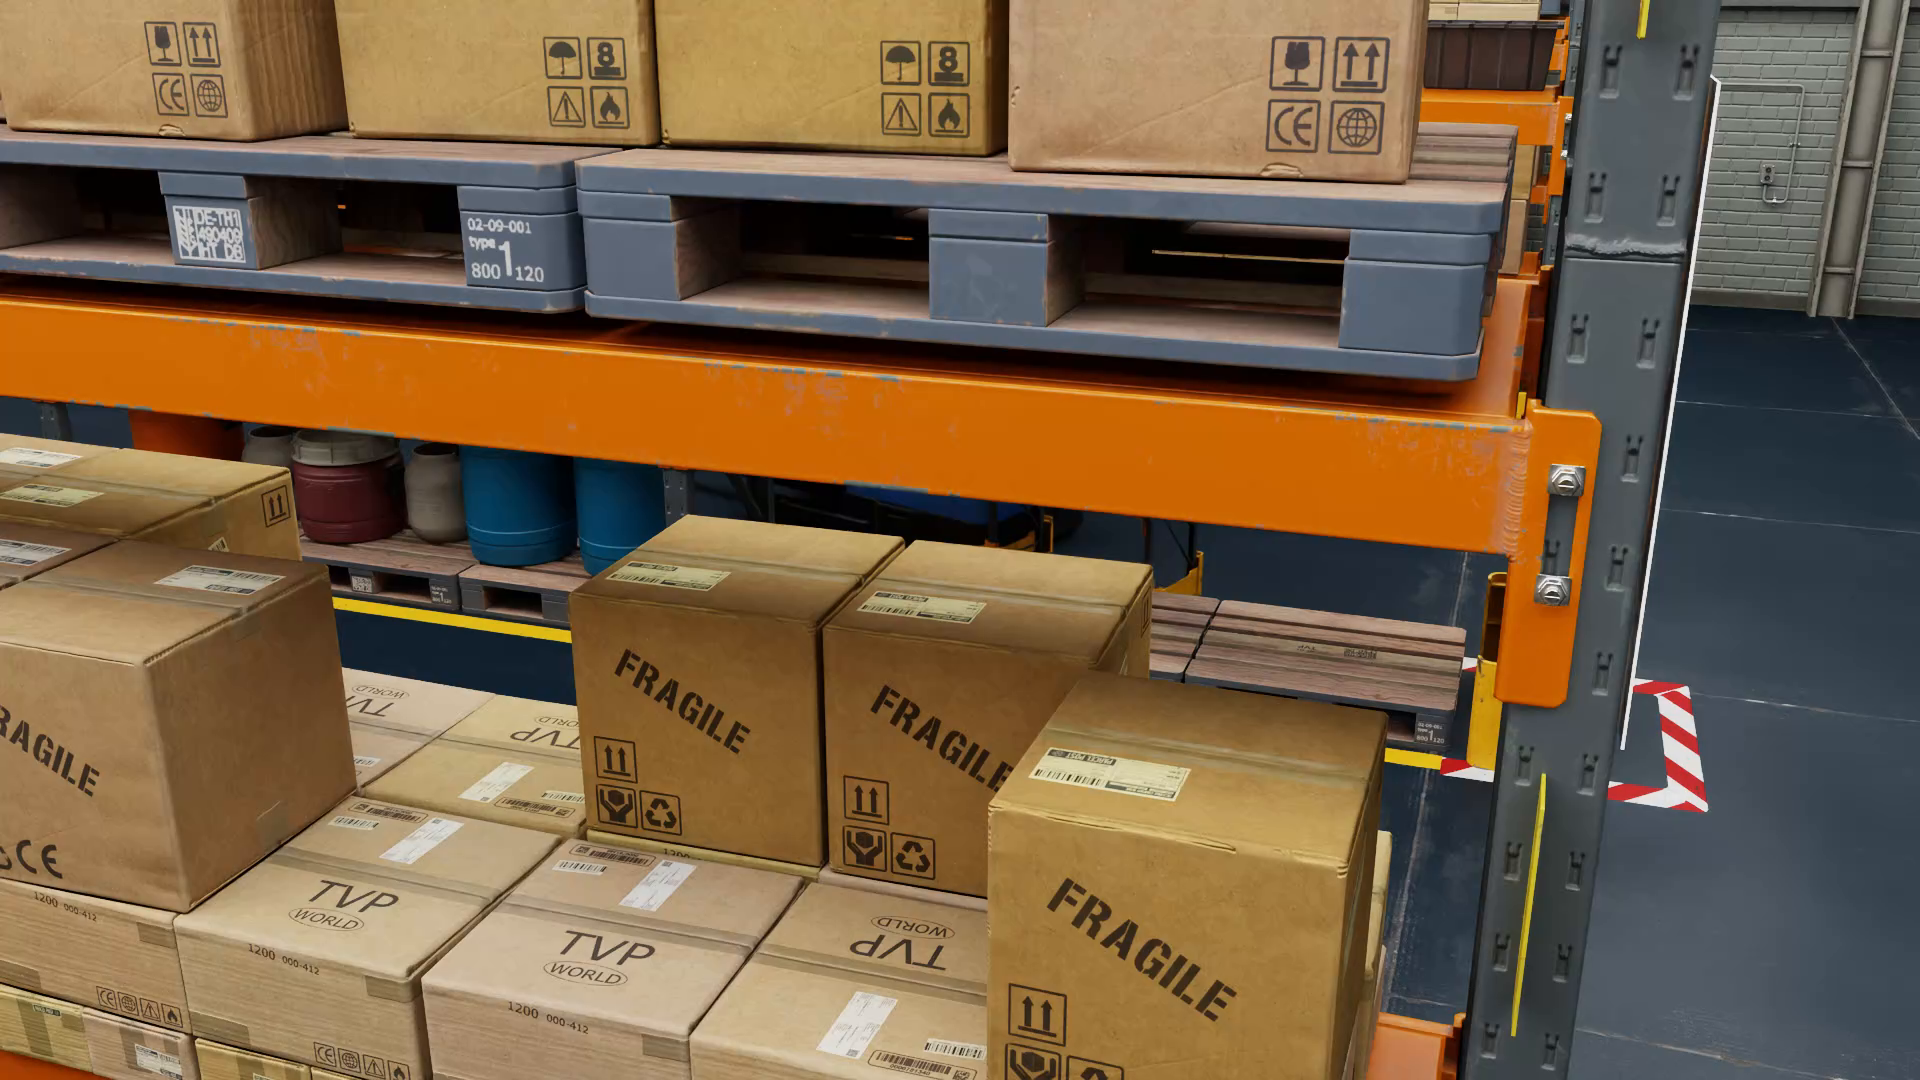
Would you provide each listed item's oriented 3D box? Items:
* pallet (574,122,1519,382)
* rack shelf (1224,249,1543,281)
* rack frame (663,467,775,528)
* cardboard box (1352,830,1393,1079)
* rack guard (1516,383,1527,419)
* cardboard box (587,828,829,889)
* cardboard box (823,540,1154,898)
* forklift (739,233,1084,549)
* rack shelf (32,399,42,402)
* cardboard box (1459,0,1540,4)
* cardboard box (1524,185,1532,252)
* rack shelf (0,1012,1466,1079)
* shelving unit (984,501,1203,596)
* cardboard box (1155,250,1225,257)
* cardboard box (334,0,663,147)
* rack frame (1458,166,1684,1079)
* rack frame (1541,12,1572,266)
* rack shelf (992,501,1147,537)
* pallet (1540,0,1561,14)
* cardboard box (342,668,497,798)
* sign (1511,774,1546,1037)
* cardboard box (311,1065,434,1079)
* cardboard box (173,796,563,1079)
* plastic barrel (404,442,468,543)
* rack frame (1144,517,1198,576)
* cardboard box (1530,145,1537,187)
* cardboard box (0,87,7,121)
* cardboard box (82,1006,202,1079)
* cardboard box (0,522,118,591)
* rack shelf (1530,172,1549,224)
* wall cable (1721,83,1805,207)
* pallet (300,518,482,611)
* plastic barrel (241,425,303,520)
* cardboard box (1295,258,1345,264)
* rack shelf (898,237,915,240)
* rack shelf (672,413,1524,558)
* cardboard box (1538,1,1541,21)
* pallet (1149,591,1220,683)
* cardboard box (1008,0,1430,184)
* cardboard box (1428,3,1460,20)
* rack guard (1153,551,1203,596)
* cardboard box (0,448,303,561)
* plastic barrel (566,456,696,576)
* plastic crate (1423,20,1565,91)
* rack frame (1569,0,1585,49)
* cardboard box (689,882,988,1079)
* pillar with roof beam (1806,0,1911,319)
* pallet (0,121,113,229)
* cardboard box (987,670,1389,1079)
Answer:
[{"bbox_3d":[0.200,-0.502,2.536,1.213,0.211,1.003,7,20,18],"label":"pallet"},{"bbox_3d":[2.269,-2.007,12.368,4.000,0.370,1.077,7,20,18],"label":"rack shelf"},{"bbox_3d":[-1.249,-1.023,8.453,0.127,3.000,1.000,7,20,18],"label":"rack frame"},{"bbox_3d":[0.539,0.744,3.160,0.500,0.250,0.500,6,20,17],"label":"cardboard box"},{"bbox_3d":[4.087,-0.958,12.065,0.348,0.500,1.175,7,20,18],"label":"rack guard"},{"bbox_3d":[-0.427,0.635,3.474,0.500,0.250,0.500,6,20,16],"label":"cardboard box"},{"bbox_3d":[0.067,0.336,3.192,0.500,0.500,0.500,6,20,17],"label":"cardboard box"},{"bbox_3d":[-0.721,-1.601,10.215,3.031,2.935,1.130,14,24,35],"label":"forklift"},{"bbox_3d":[-6.917,-1.331,10.430,4.000,0.370,1.077,7,20,18],"label":"rack shelf"},{"bbox_3d":[3.590,-3.688,11.011,0.500,0.250,0.500,7,20,18],"label":"cardboard box"},{"bbox_3d":[3.826,-2.307,11.986,0.500,0.500,0.500,7,20,19],"label":"cardboard box"},{"bbox_3d":[-0.985,1.073,3.533,4.000,0.370,1.077,7,20,18],"label":"rack shelf"},{"bbox_3d":[0.735,-0.435,9.044,1.083,1.500,0.587,14,24,35],"label":"shelving unit"},{"bbox_3d":[1.729,-2.361,12.139,0.500,0.500,0.500,6,20,18],"label":"cardboard box"},{"bbox_3d":[-0.601,-0.938,2.712,0.500,0.500,0.700,5,20,14],"label":"cardboard box"},{"bbox_3d":[0.904,0.950,2.795,0.127,3.000,1.000,7,20,18],"label":"rack frame"},{"bbox_3d":[4.159,-2.130,11.630,0.127,3.000,1.000,7,20,18],"label":"rack frame"},{"bbox_3d":[0.728,-0.267,9.109,1.000,0.185,0.538,14,24,35],"label":"rack shelf"},{"bbox_3d":[5.077,-5.122,15.791,1.213,0.211,1.003,7,20,18],"label":"pallet"},{"bbox_3d":[-1.399,0.524,3.791,0.500,0.250,0.500,7,20,19],"label":"cardboard box"},{"bbox_3d":[0.713,0.458,2.086,0.005,0.325,0.100,7,20,18],"label":"sign"},{"bbox_3d":[-0.984,0.967,3.127,0.250,0.149,0.380,7,20,19],"label":"cardboard box"},{"bbox_3d":[-1.094,0.745,3.157,0.500,0.250,0.500,7,20,18],"label":"cardboard box"},{"bbox_3d":[-2.930,-0.275,9.451,0.421,0.512,0.421,0,19,0],"label":"plastic barrel"},{"bbox_3d":[1.130,-0.334,8.756,0.032,1.500,0.500,14,24,35],"label":"rack frame"},{"bbox_3d":[3.826,-2.779,11.822,0.500,0.500,0.500,7,20,20],"label":"cardboard box"},{"bbox_3d":[-1.609,-1.066,3.079,0.500,0.500,0.700,8,21,21],"label":"cardboard box"},{"bbox_3d":[-1.480,0.911,3.286,0.250,0.149,0.380,7,20,19],"label":"cardboard box"},{"bbox_3d":[-2.043,0.281,3.351,0.500,0.500,0.500,7,20,18],"label":"cardboard box"},{"bbox_3d":[3.891,-3.547,16.788,4.000,0.370,1.077,7,20,18],"label":"rack shelf"},{"bbox_3d":[7.301,-4.306,16.330,1.851,1.984,0.084,7,20,18],"label":"wall cable"},{"bbox_3d":[-3.120,0.067,9.564,1.213,0.211,1.003,7,20,18],"label":"pallet"},{"bbox_3d":[-3.997,-0.397,9.801,0.421,0.512,0.421,0,19,0],"label":"plastic barrel"},{"bbox_3d":[2.686,-2.252,11.827,0.500,0.500,0.500,7,20,18],"label":"cardboard box"},{"bbox_3d":[-1.509,-2.439,13.608,4.000,0.370,1.077,7,20,18],"label":"rack shelf"},{"bbox_3d":[0.640,-0.467,7.951,4.000,0.370,1.077,7,20,18],"label":"rack shelf"},{"bbox_3d":[3.757,-3.610,11.547,0.500,0.250,0.500,7,20,18],"label":"cardboard box"},{"bbox_3d":[0.615,0.493,8.342,1.213,0.211,1.003,7,20,18],"label":"pallet"},{"bbox_3d":[0.395,-0.799,2.313,0.500,0.500,0.700,5,20,15],"label":"cardboard box"},{"bbox_3d":[3.118,-3.507,11.250,0.500,0.250,0.500,7,20,18],"label":"cardboard box"},{"bbox_3d":[1.129,0.256,8.963,0.087,0.250,0.587,14,24,35],"label":"rack guard"},{"bbox_3d":[-1.880,0.116,3.824,0.500,0.500,0.500,7,20,19],"label":"cardboard box"},{"bbox_3d":[-1.757,-0.294,8.913,0.708,0.901,0.600,7,20,18],"label":"plastic barrel"},{"bbox_3d":[2.257,-2.073,7.109,0.590,0.269,0.497,7,20,18],"label":"plastic crate"},{"bbox_3d":[2.530,-3.423,6.226,0.127,3.000,1.000,7,20,18],"label":"rack frame"},{"bbox_3d":[-0.120,0.855,2.842,0.500,0.250,0.500,6,20,17],"label":"cardboard box"},{"bbox_3d":[7.202,-5.142,11.157,0.400,9.000,9.100,7,20,18],"label":"pillar with roof beam"},{"bbox_3d":[-2.105,-0.765,3.293,1.213,0.211,1.003,7,20,18],"label":"pallet"},{"bbox_3d":[0.358,0.555,2.564,0.500,0.500,0.500,7,20,19],"label":"cardboard box"}]
